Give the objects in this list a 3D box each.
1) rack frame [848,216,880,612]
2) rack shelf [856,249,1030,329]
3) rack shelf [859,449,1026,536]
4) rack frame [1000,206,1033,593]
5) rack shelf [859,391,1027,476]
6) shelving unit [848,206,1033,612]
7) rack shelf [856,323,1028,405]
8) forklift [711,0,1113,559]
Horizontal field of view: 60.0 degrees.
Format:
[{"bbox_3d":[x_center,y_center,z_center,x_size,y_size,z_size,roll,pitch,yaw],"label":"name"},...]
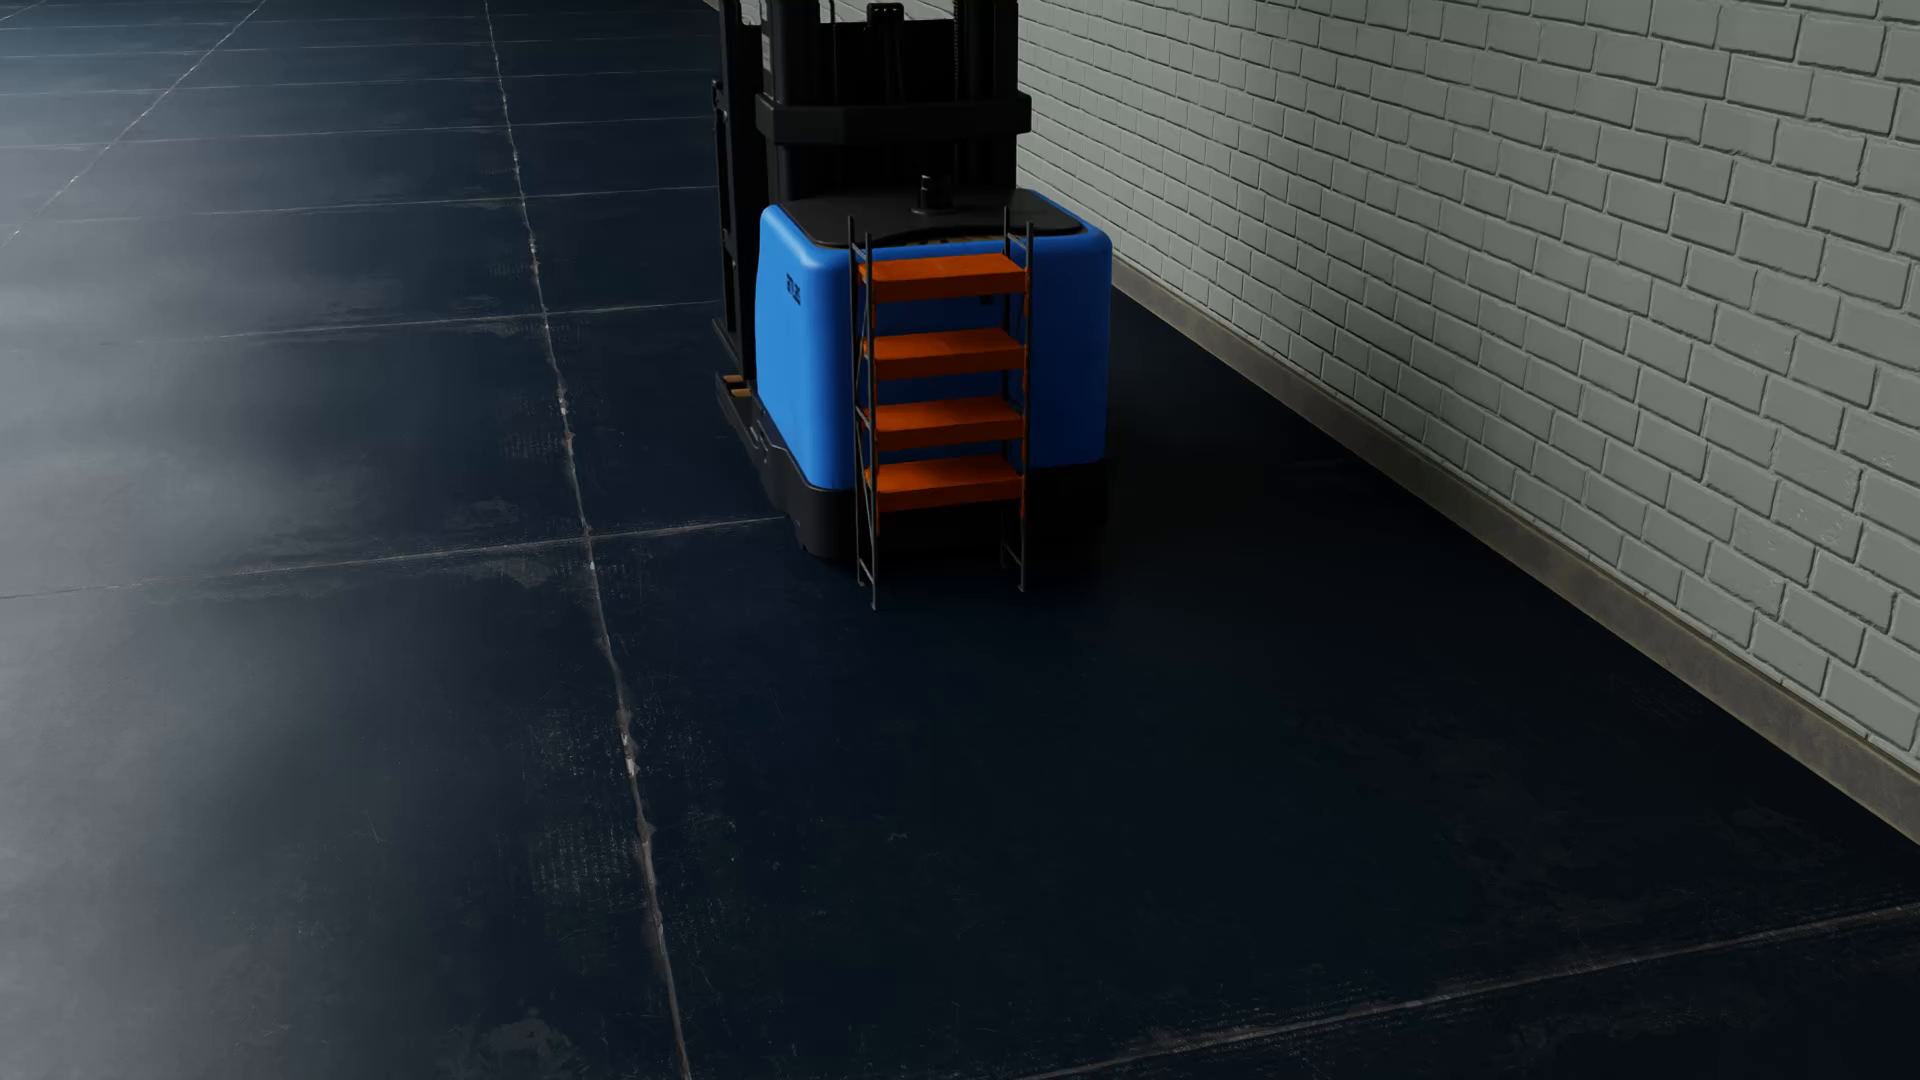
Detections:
[{"bbox_3d":[-0.293,-0.371,5.093,0.015,1.200,0.240,-7,24,-15],"label":"rack frame"},{"bbox_3d":[-0.059,-0.759,5.001,0.480,0.148,0.258,-7,24,-15],"label":"rack shelf"},{"bbox_3d":[-0.059,-0.154,5.261,0.480,0.148,0.258,-7,24,-15],"label":"rack shelf"},{"bbox_3d":[0.175,-0.425,5.219,0.015,1.200,0.240,-7,24,-15],"label":"rack frame"},{"bbox_3d":[-0.059,-0.336,5.183,0.480,0.148,0.258,-7,24,-15],"label":"rack shelf"},{"bbox_3d":[-0.059,-0.398,5.156,0.503,1.200,0.258,-7,24,-15],"label":"shelving unit"},{"bbox_3d":[-0.059,-0.542,5.094,0.480,0.148,0.258,-7,24,-15],"label":"rack shelf"},{"bbox_3d":[-0.395,-1.838,6.317,1.130,2.935,3.031,-7,24,-15],"label":"forklift"}]
